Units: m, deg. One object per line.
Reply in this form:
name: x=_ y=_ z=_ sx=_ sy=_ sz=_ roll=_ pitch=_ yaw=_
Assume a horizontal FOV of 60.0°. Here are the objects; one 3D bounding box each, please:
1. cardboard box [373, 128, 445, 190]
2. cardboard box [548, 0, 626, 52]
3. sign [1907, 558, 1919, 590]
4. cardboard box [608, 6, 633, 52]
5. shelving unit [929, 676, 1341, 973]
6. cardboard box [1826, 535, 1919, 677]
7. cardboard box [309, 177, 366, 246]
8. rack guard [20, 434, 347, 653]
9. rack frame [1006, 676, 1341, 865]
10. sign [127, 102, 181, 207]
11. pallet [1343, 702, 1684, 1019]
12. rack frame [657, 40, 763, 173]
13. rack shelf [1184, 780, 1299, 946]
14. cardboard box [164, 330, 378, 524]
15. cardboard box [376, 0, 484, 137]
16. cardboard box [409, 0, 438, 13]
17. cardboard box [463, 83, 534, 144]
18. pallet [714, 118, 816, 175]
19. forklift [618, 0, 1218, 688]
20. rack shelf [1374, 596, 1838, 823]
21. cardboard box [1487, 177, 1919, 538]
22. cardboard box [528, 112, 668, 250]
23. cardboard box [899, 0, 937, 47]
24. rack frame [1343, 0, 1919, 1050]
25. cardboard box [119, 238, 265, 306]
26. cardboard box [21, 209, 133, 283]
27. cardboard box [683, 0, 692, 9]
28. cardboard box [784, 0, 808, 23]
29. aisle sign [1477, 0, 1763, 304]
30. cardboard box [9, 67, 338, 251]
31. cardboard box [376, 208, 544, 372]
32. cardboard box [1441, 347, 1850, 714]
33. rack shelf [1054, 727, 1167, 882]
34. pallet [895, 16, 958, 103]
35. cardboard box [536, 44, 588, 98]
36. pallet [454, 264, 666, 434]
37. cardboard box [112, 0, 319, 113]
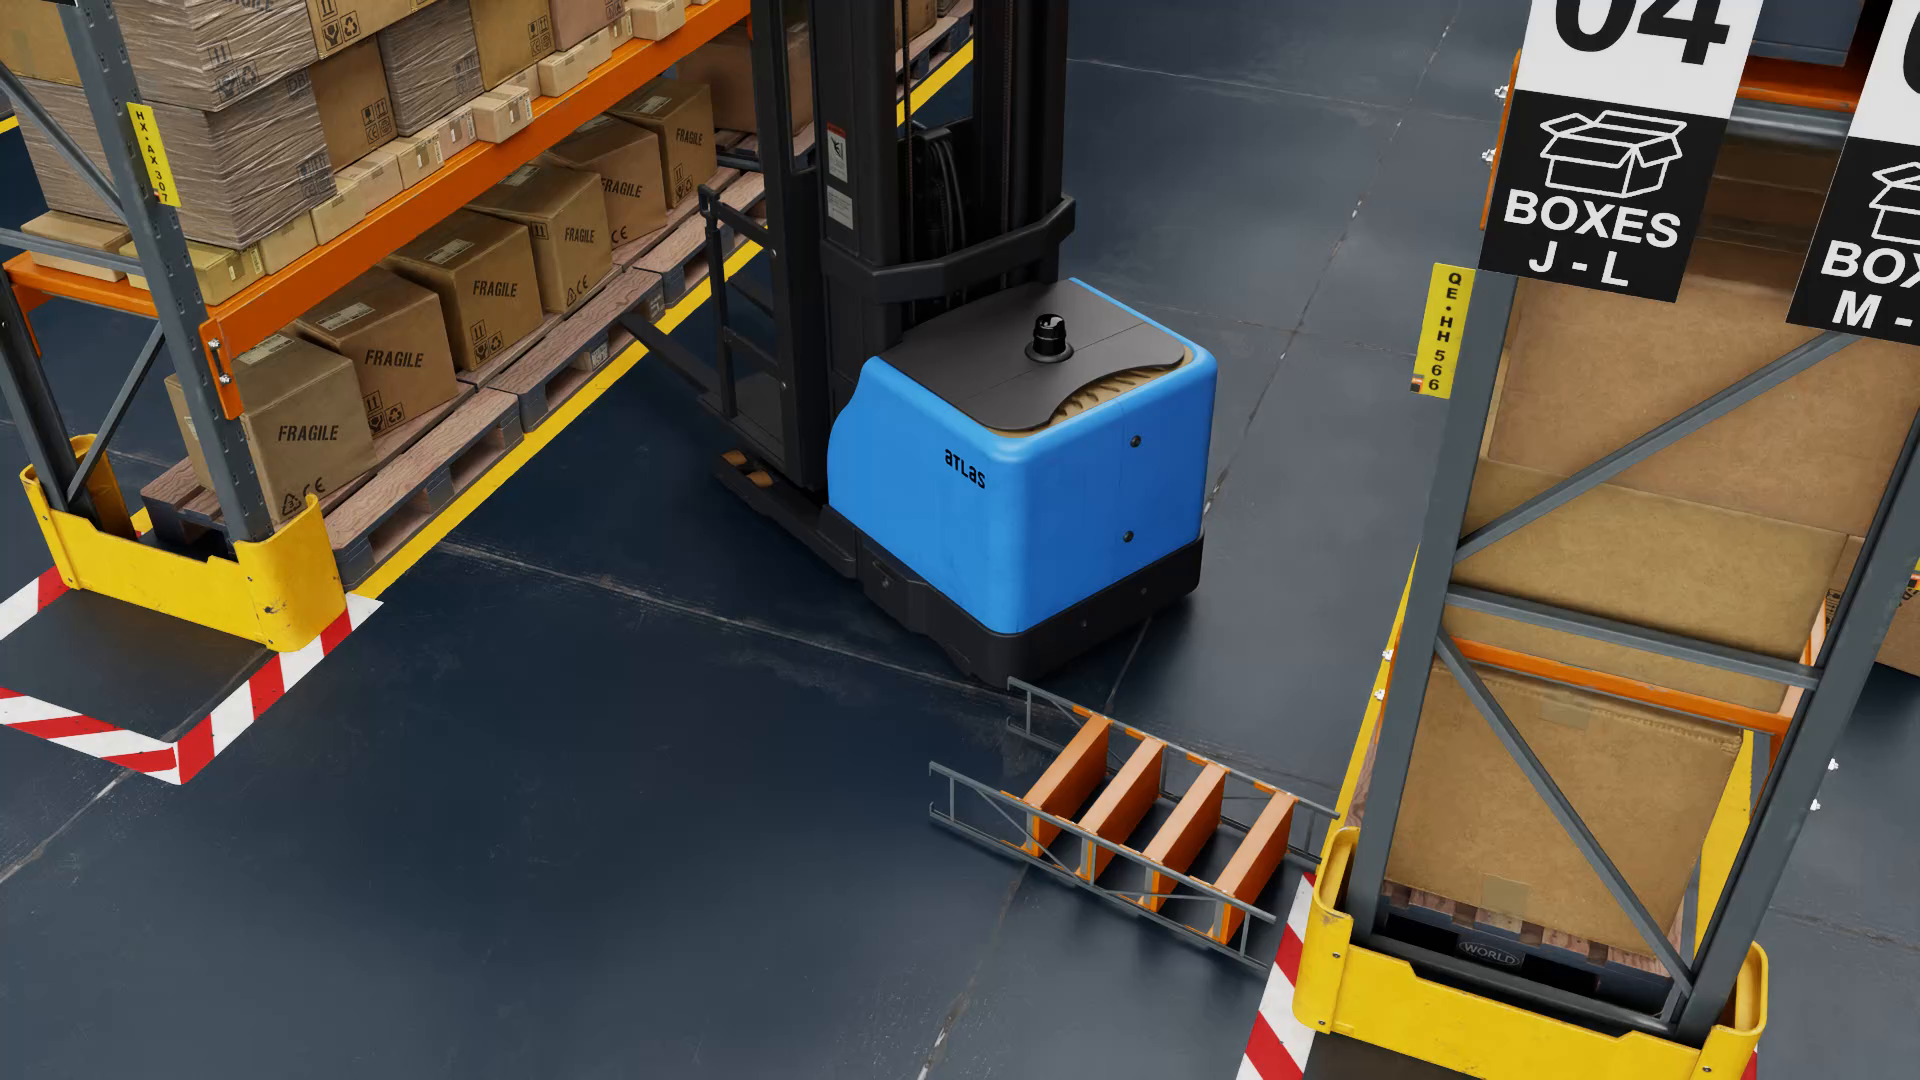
cardboard box: x=-2.247 y=-1.508 z=6.472 sx=0.380 sy=0.149 sz=0.250 roll=14 pitch=39 yaw=18
cardboard box: x=-2.001 y=-2.526 z=7.292 sx=0.875 sy=0.500 sz=0.500 roll=14 pitch=39 yaw=18
sign: x=2.084 y=-0.019 z=3.481 sx=0.100 sy=0.325 sz=0.005 roll=14 pitch=39 yaw=18
cardboard box: x=-1.727 y=-2.351 z=7.600 sx=0.380 sy=0.149 sz=0.250 roll=14 pitch=39 yaw=18
shelving unit: x=0.542 y=0.880 z=5.327 sx=1.200 sy=0.258 sz=0.503 roll=21 pitch=42 yaw=25
cardboard box: x=3.454 y=0.109 z=6.185 sx=0.500 sy=0.500 sz=0.500 roll=21 pitch=42 yaw=25
cardboard box: x=-2.424 y=-1.228 z=6.097 sx=0.380 sy=0.149 sz=0.250 roll=14 pitch=39 yaw=18
rack guard: x=-2.946 y=0.003 z=6.328 sx=1.175 sy=0.500 sz=0.348 roll=14 pitch=39 yaw=18
rack frame: x=0.673 y=0.756 z=5.492 sx=1.200 sy=0.240 sz=0.015 roll=21 pitch=42 yaw=25
sign: x=-2.473 y=-1.179 z=5.099 sx=0.100 sy=0.325 sz=0.005 roll=14 pitch=39 yaw=18
pallet: x=1.805 y=0.886 z=5.388 sx=1.003 sy=0.211 sz=1.213 roll=14 pitch=39 yaw=18
rack frame: x=-1.453 y=-3.171 z=8.487 sx=1.000 sy=3.000 sz=0.127 roll=14 pitch=39 yaw=18
rack shelf: x=0.874 y=1.006 z=5.158 sx=0.148 sy=0.258 sz=0.480 roll=21 pitch=42 yaw=25
cardboard box: x=-2.722 y=-0.465 z=6.604 sx=0.500 sy=0.500 sz=0.500 roll=21 pitch=42 yaw=26
cardboard box: x=-2.431 y=-1.985 z=6.568 sx=0.875 sy=0.500 sz=0.500 roll=14 pitch=39 yaw=18
cardboard box: x=-2.128 y=-2.311 z=6.169 sx=0.500 sy=0.500 sz=0.500 roll=14 pitch=39 yaw=18
cardboard box: x=-1.986 y=-1.767 z=6.819 sx=0.380 sy=0.149 sz=0.250 roll=14 pitch=39 yaw=18
pallet: x=-1.158 y=-2.485 z=9.899 sx=1.003 sy=0.211 sz=1.213 roll=14 pitch=39 yaw=18
forklift: x=-0.392 y=-1.465 z=6.261 sx=1.130 sy=2.935 sz=3.031 roll=-26 pitch=44 yaw=-30
rack shelf: x=2.334 y=-0.589 z=5.634 sx=1.077 sy=0.370 sz=4.000 roll=14 pitch=39 yaw=18
cardboard box: x=1.750 y=-0.460 z=3.832 sx=0.875 sy=0.550 sz=0.550 roll=14 pitch=39 yaw=18
cardboard box: x=-1.853 y=-1.807 z=8.399 sx=0.500 sy=0.500 sz=0.500 roll=27 pitch=45 yaw=32
cardboard box: x=-0.576 y=-3.559 z=10.727 sx=0.700 sy=0.500 sz=0.500 roll=17 pitch=40 yaw=21
rack frame: x=1.573 y=0.230 z=3.937 sx=1.000 sy=3.000 sz=0.127 roll=14 pitch=39 yaw=18
cardboard box: x=-2.646 y=-0.959 z=5.737 sx=0.380 sy=0.149 sz=0.250 roll=14 pitch=39 yaw=18
cardboard box: x=-3.058 y=-1.060 z=5.873 sx=0.380 sy=0.149 sz=0.250 roll=14 pitch=39 yaw=18
cardboard box: x=-1.518 y=-2.623 z=7.964 sx=0.380 sy=0.149 sz=0.250 roll=14 pitch=39 yaw=18
cardboard box: x=-1.001 y=-2.941 z=9.899 sx=0.700 sy=0.500 sz=0.500 roll=14 pitch=39 yaw=17
aisle sign: x=1.269 y=-0.841 z=3.198 sx=0.394 sy=0.787 sz=0.004 roll=14 pitch=39 yaw=18
cardboard box: x=-2.740 y=-1.414 z=5.804 sx=0.875 sy=0.500 sz=0.500 roll=14 pitch=39 yaw=18
cardboard box: x=-2.271 y=-1.146 z=7.515 sx=0.500 sy=0.500 sz=0.500 roll=18 pitch=40 yaw=22
cardboard box: x=1.673 y=-0.046 z=4.181 sx=0.875 sy=0.550 sz=0.550 roll=14 pitch=39 yaw=18
rack shelf: x=0.485 y=0.858 z=5.356 sx=0.148 sy=0.258 sz=0.480 roll=21 pitch=42 yaw=25
pallet: x=-0.696 y=-3.163 z=10.806 sx=1.003 sy=0.211 sz=1.213 roll=14 pitch=39 yaw=18
cardboard box: x=-1.847 y=-2.057 z=7.206 sx=0.380 sy=0.149 sz=0.250 roll=14 pitch=39 yaw=18
pallet: x=-2.139 y=-0.996 z=7.906 sx=1.003 sy=0.211 sz=1.213 roll=14 pitch=39 yaw=18
cardboard box: x=-2.514 y=-1.758 z=5.430 sx=0.500 sy=0.500 sz=0.500 roll=14 pitch=39 yaw=18
